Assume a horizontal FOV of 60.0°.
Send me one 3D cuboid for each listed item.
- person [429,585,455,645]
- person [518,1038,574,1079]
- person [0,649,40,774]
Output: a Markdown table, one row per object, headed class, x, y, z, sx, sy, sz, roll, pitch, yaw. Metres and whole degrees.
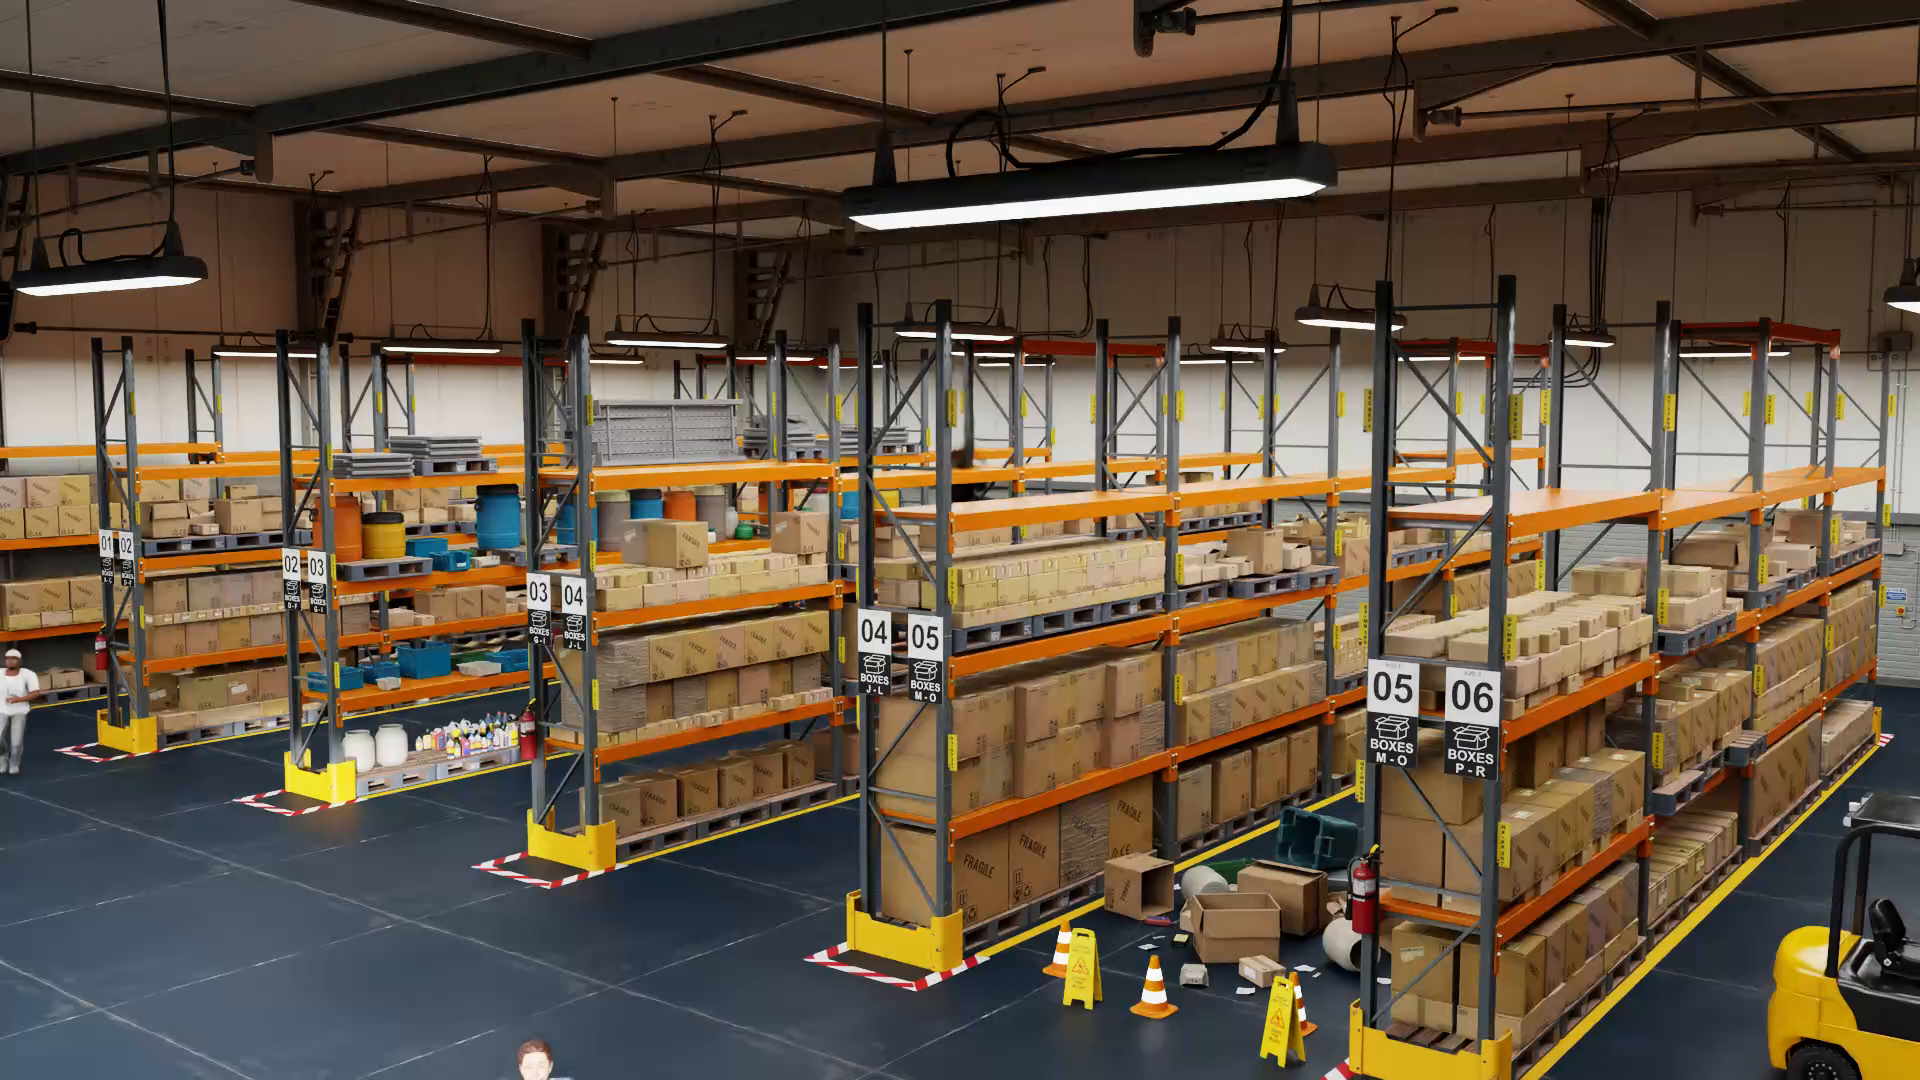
| class | x | y | z | sx | sy | sz | roll | pitch | yaw |
| --- | --- | --- | --- | --- | --- | --- | --- | --- | --- |
| person | -9.669 | 1.628 | 31.013 | 0.634 | 1.702 | 0.957 | 4 | 6 | 37 |
| person | -2.303 | 3.557 | 9.147 | 0.597 | 1.710 | 0.922 | -1 | 5 | -13 |
| person | -12.861 | 2.334 | 22.536 | 0.717 | 1.707 | 0.610 | -2 | 5 | -20 |
